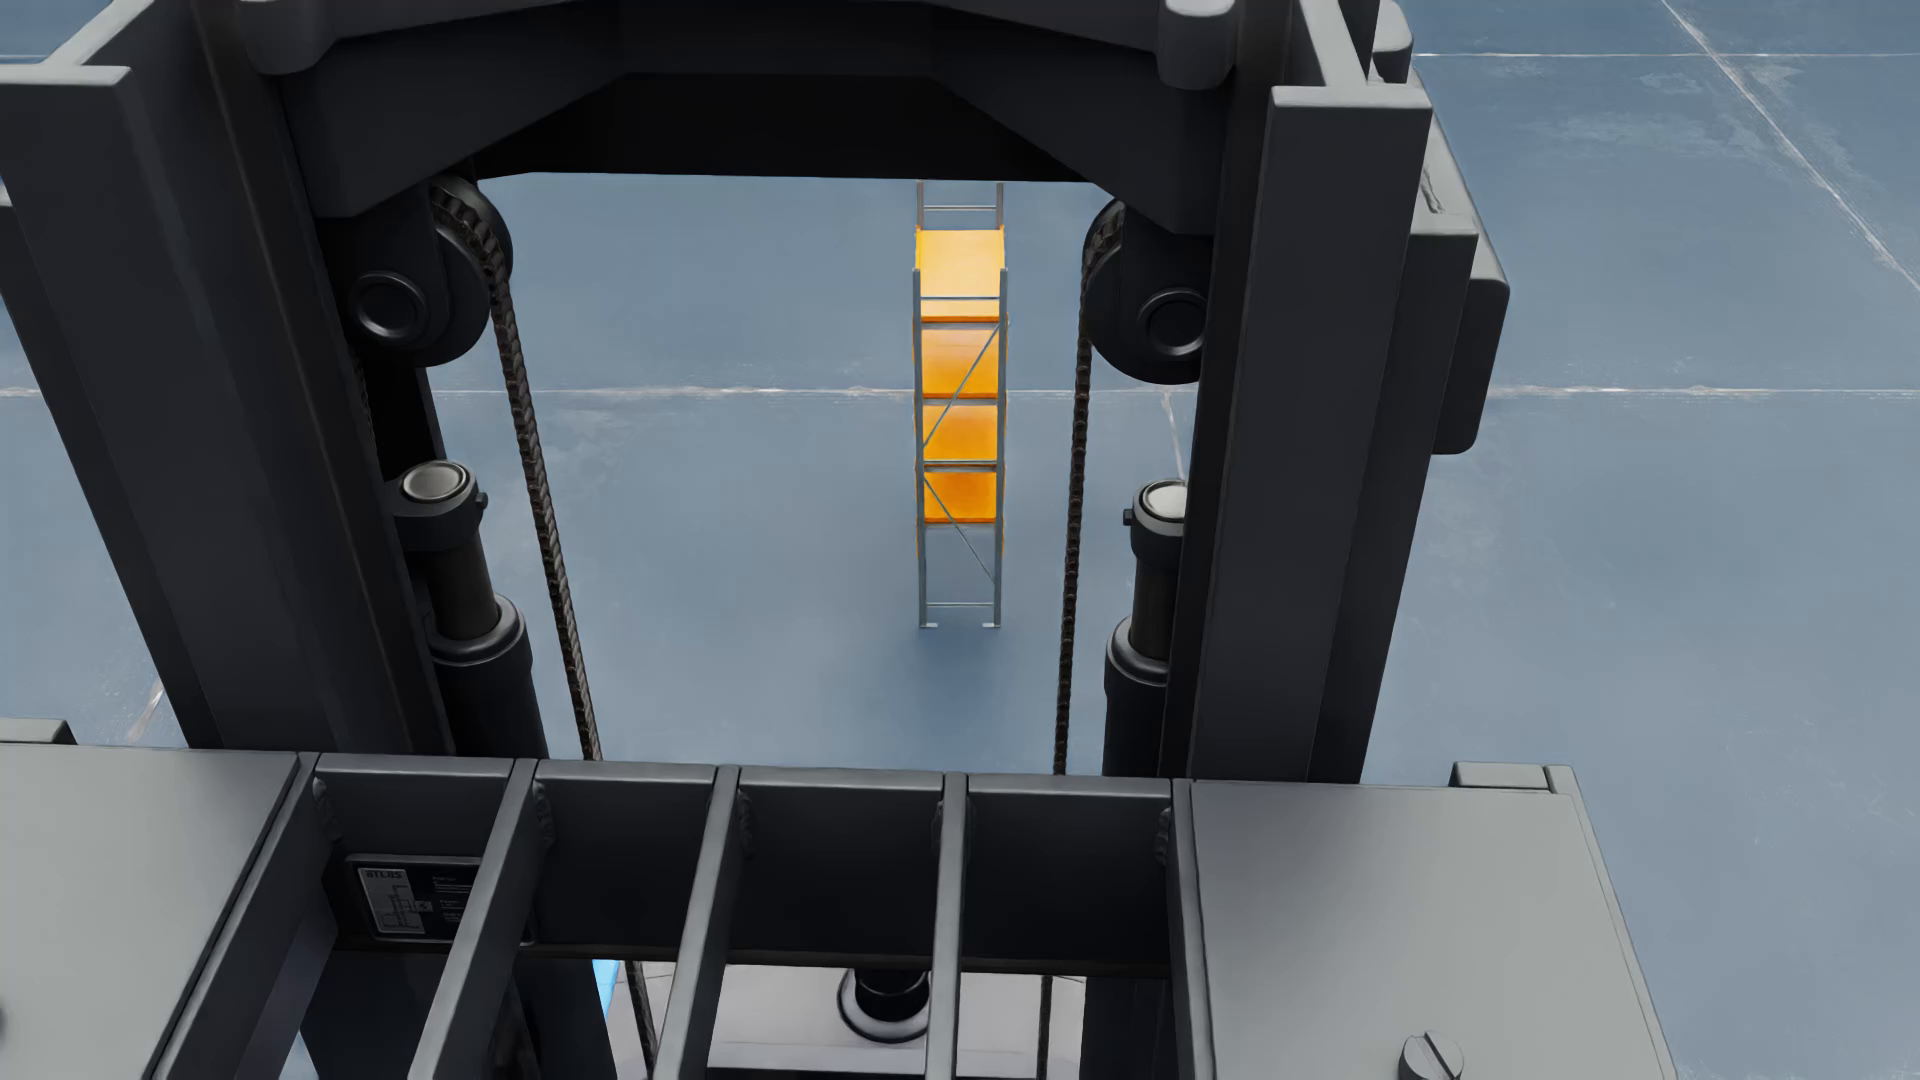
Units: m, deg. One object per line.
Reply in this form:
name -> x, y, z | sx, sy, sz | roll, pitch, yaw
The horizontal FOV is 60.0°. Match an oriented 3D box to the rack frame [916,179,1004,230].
rack frame -> 0.000, -0.517, 4.936 | 0.240, 1.200, 0.015 | 0, 39, 0

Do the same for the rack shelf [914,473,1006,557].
rack shelf -> 0.000, -0.157, 4.912 | 0.258, 0.148, 0.480 | 0, 39, 0

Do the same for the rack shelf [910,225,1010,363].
rack shelf -> 0.000, -0.671, 4.500 | 0.258, 0.148, 0.480 | 0, 39, 0

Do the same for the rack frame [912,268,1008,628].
rack frame -> 0.000, -0.212, 4.555 | 0.240, 1.200, 0.015 | 0, 39, 0

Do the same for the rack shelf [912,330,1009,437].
rack shelf -> 0.000, -0.487, 4.648 | 0.258, 0.148, 0.480 | 0, 39, 0

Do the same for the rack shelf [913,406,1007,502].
rack shelf -> 0.000, -0.312, 4.788 | 0.258, 0.148, 0.480 | 0, 39, 0

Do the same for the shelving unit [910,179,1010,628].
shelving unit -> 0.000, -0.365, 4.746 | 0.258, 1.200, 0.503 | 0, 39, 0
